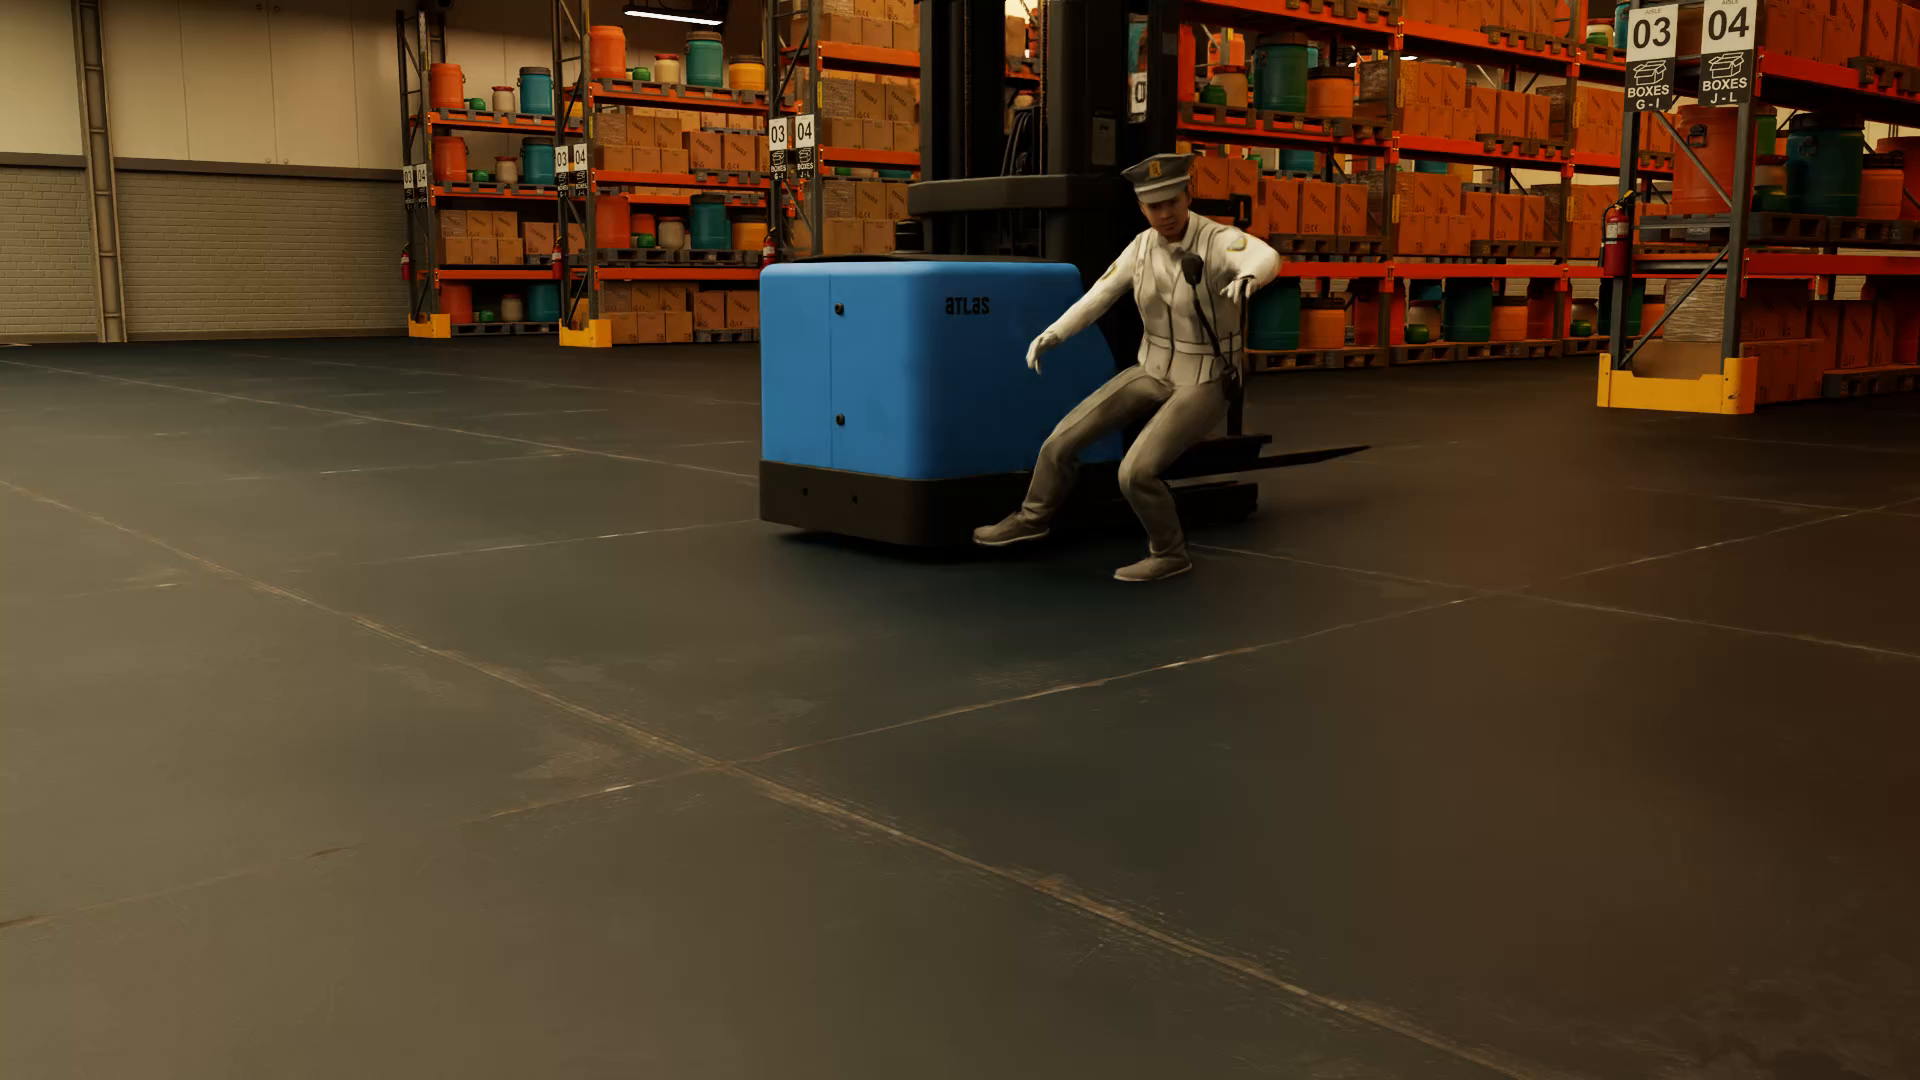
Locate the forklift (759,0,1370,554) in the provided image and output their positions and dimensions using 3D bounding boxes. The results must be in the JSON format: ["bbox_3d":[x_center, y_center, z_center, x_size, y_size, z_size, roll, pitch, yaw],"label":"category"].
[{"bbox_3d":[0.632,-1.561,7.044,3.031,2.935,1.130,-8,12,-42],"label":"forklift"}]

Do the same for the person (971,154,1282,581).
[{"bbox_3d":[0.536,-0.540,5.504,1.334,1.428,0.793,7,11,39],"label":"person"}]
